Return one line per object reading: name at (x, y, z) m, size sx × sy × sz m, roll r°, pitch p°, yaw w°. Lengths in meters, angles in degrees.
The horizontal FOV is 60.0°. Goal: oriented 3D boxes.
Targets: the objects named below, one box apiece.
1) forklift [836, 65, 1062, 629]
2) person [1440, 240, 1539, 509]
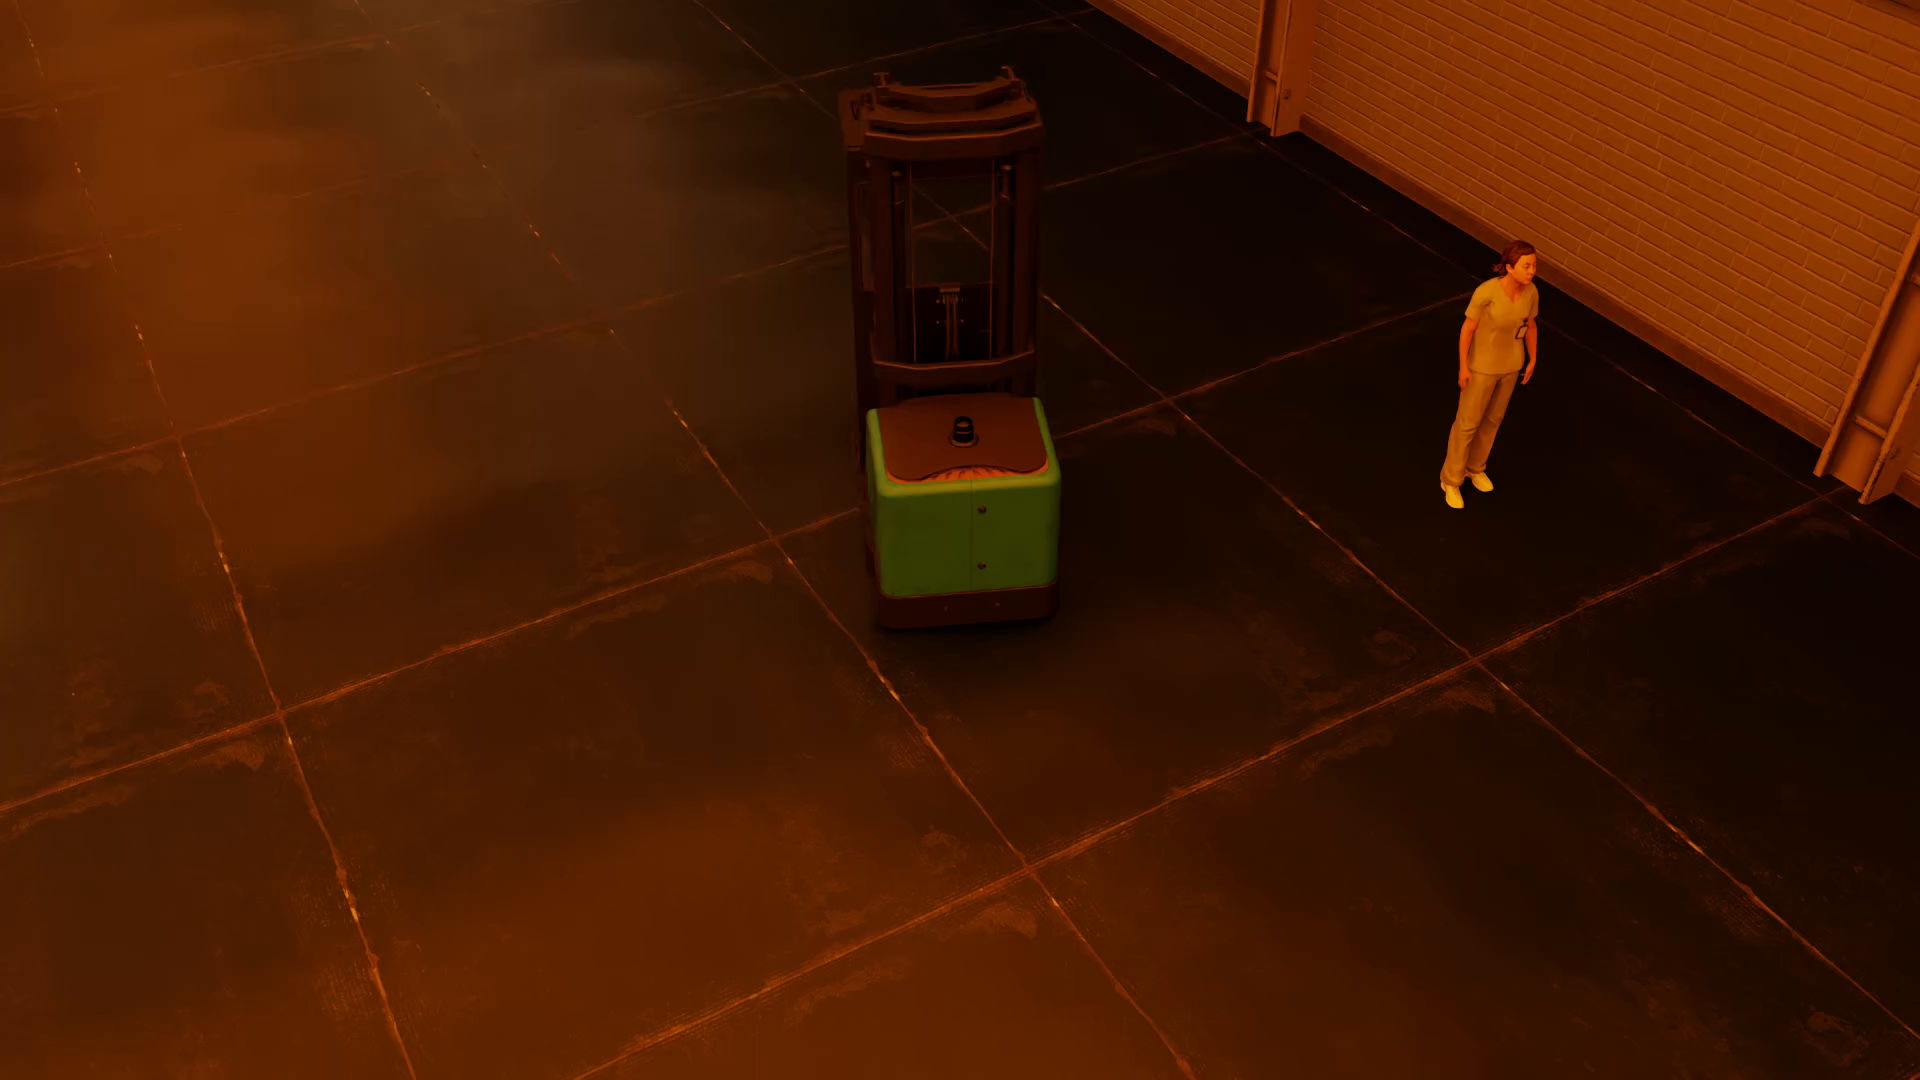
forklift at (-0.118, -1.548, 9.903) m, size 1.130 × 2.935 × 3.031 m, roll -4°, pitch 40°, yaw -5°
person at (3.317, -1.025, 10.251) m, size 0.547 × 1.665 × 0.550 m, roll -10°, pitch 41°, yaw -12°
